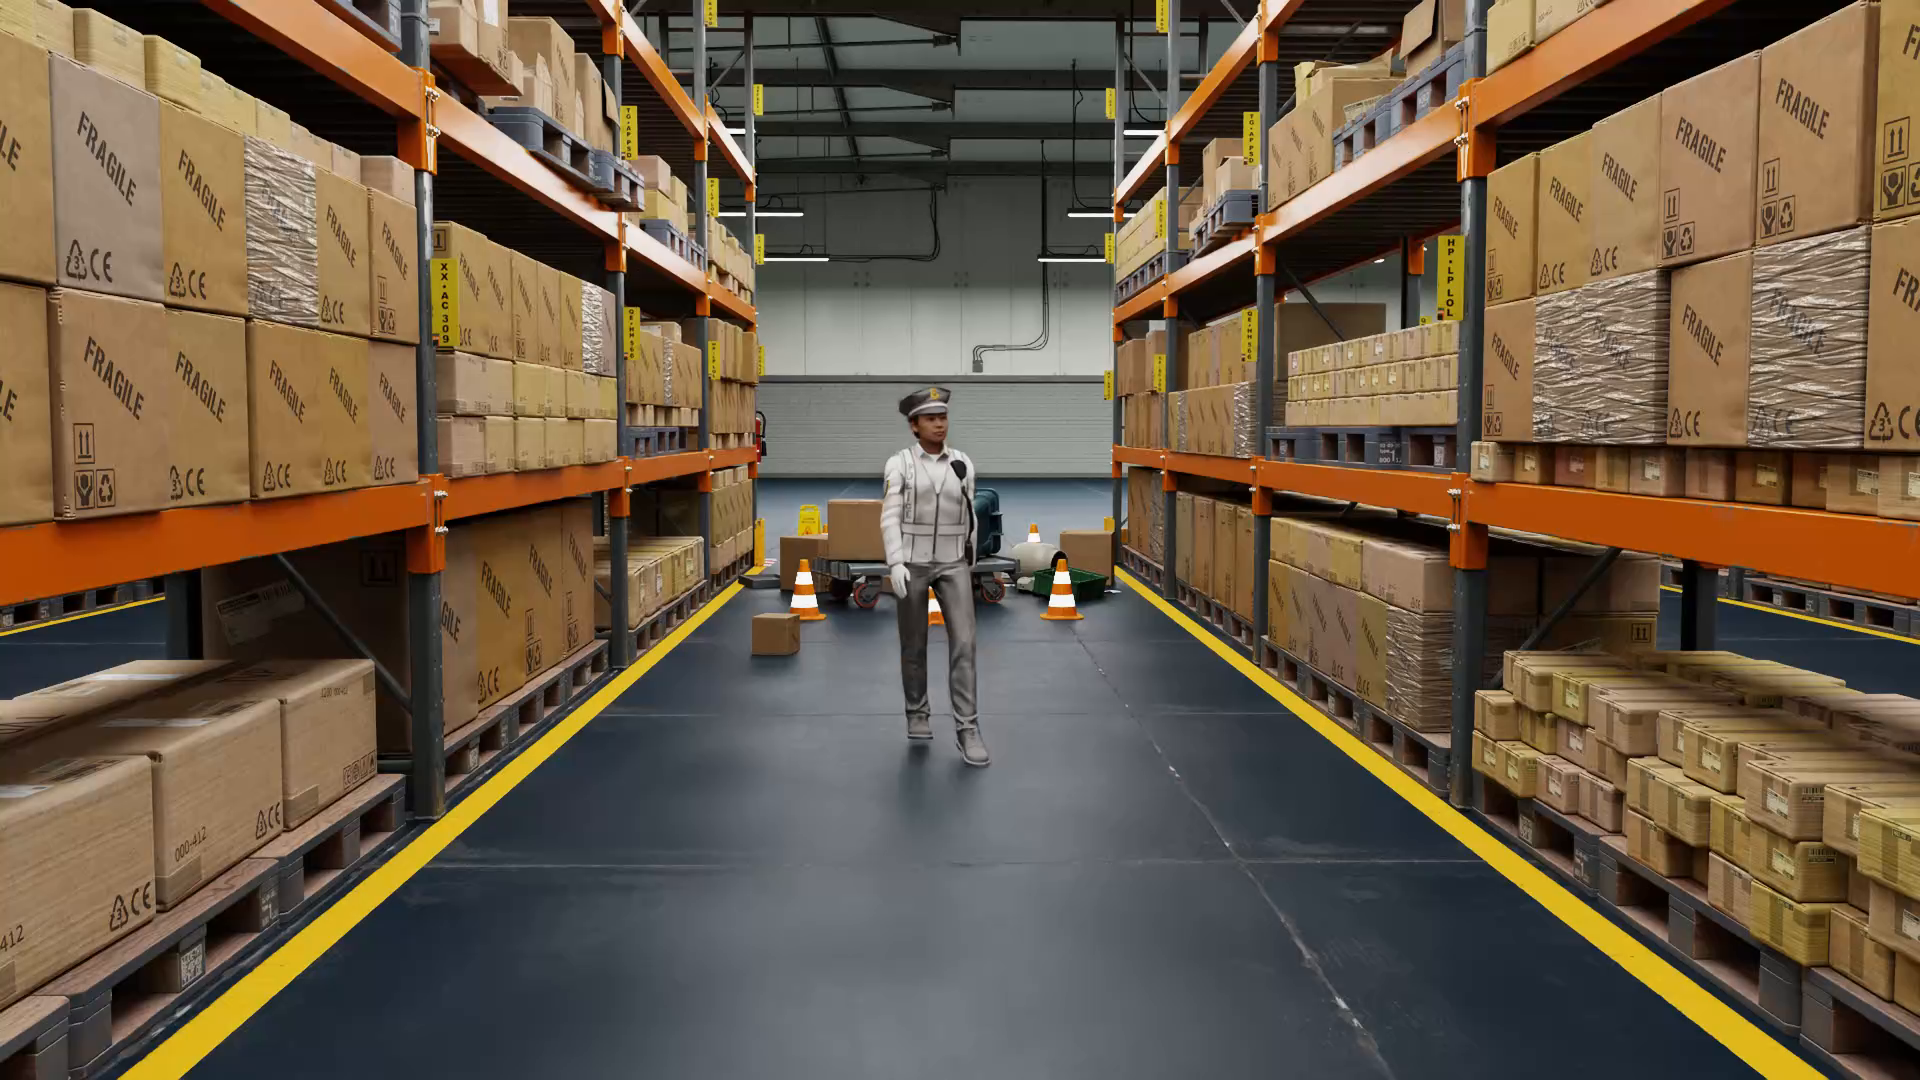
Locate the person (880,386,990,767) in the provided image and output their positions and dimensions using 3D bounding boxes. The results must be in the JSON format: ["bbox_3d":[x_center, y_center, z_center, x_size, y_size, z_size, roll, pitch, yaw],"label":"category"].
[{"bbox_3d":[-0.122,0.137,7.626,0.485,1.682,0.807,-1,4,-9],"label":"person"}]
